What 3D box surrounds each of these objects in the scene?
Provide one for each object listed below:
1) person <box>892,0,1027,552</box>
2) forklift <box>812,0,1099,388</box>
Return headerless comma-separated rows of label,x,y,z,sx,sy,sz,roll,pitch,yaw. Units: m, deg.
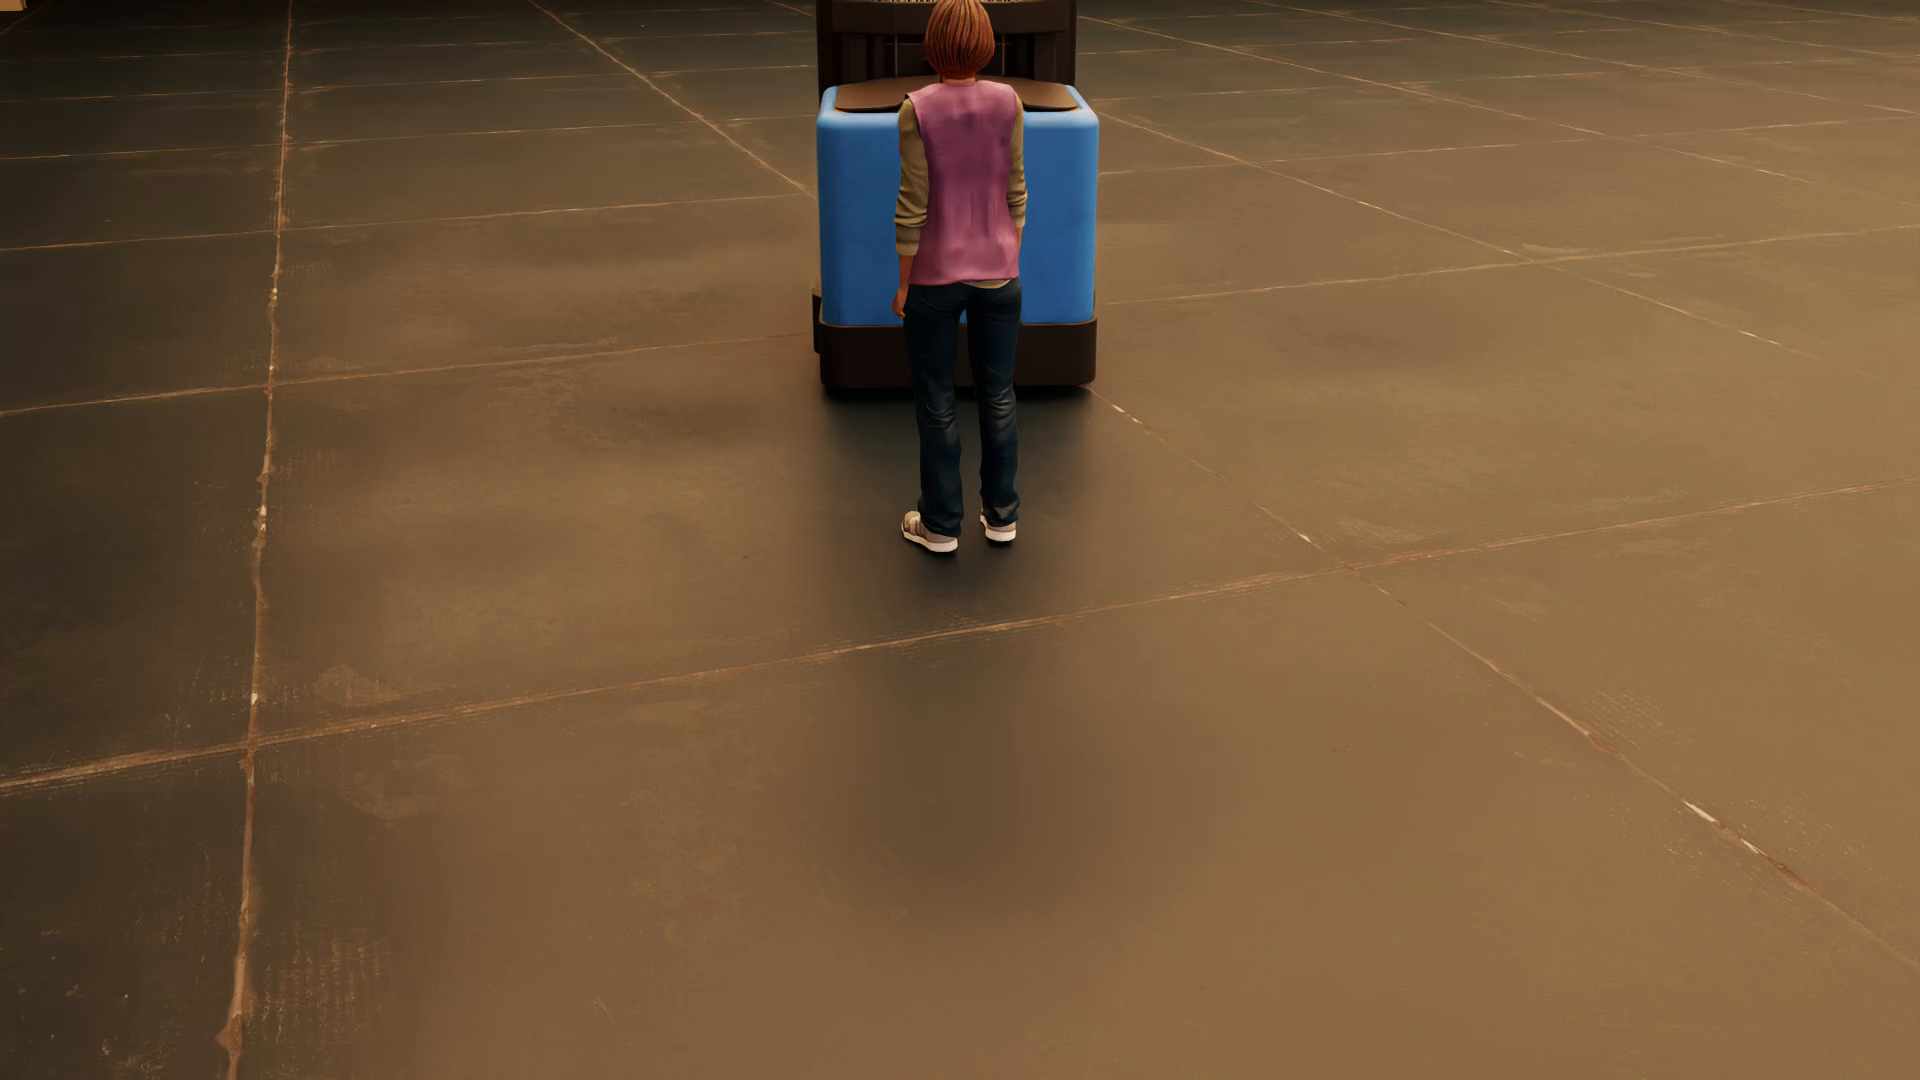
person,-0.003,-0.736,4.769,0.409,1.602,0.327,-8,24,-18
forklift,-0.068,-2.447,7.117,1.130,2.935,3.031,-1,23,-2
